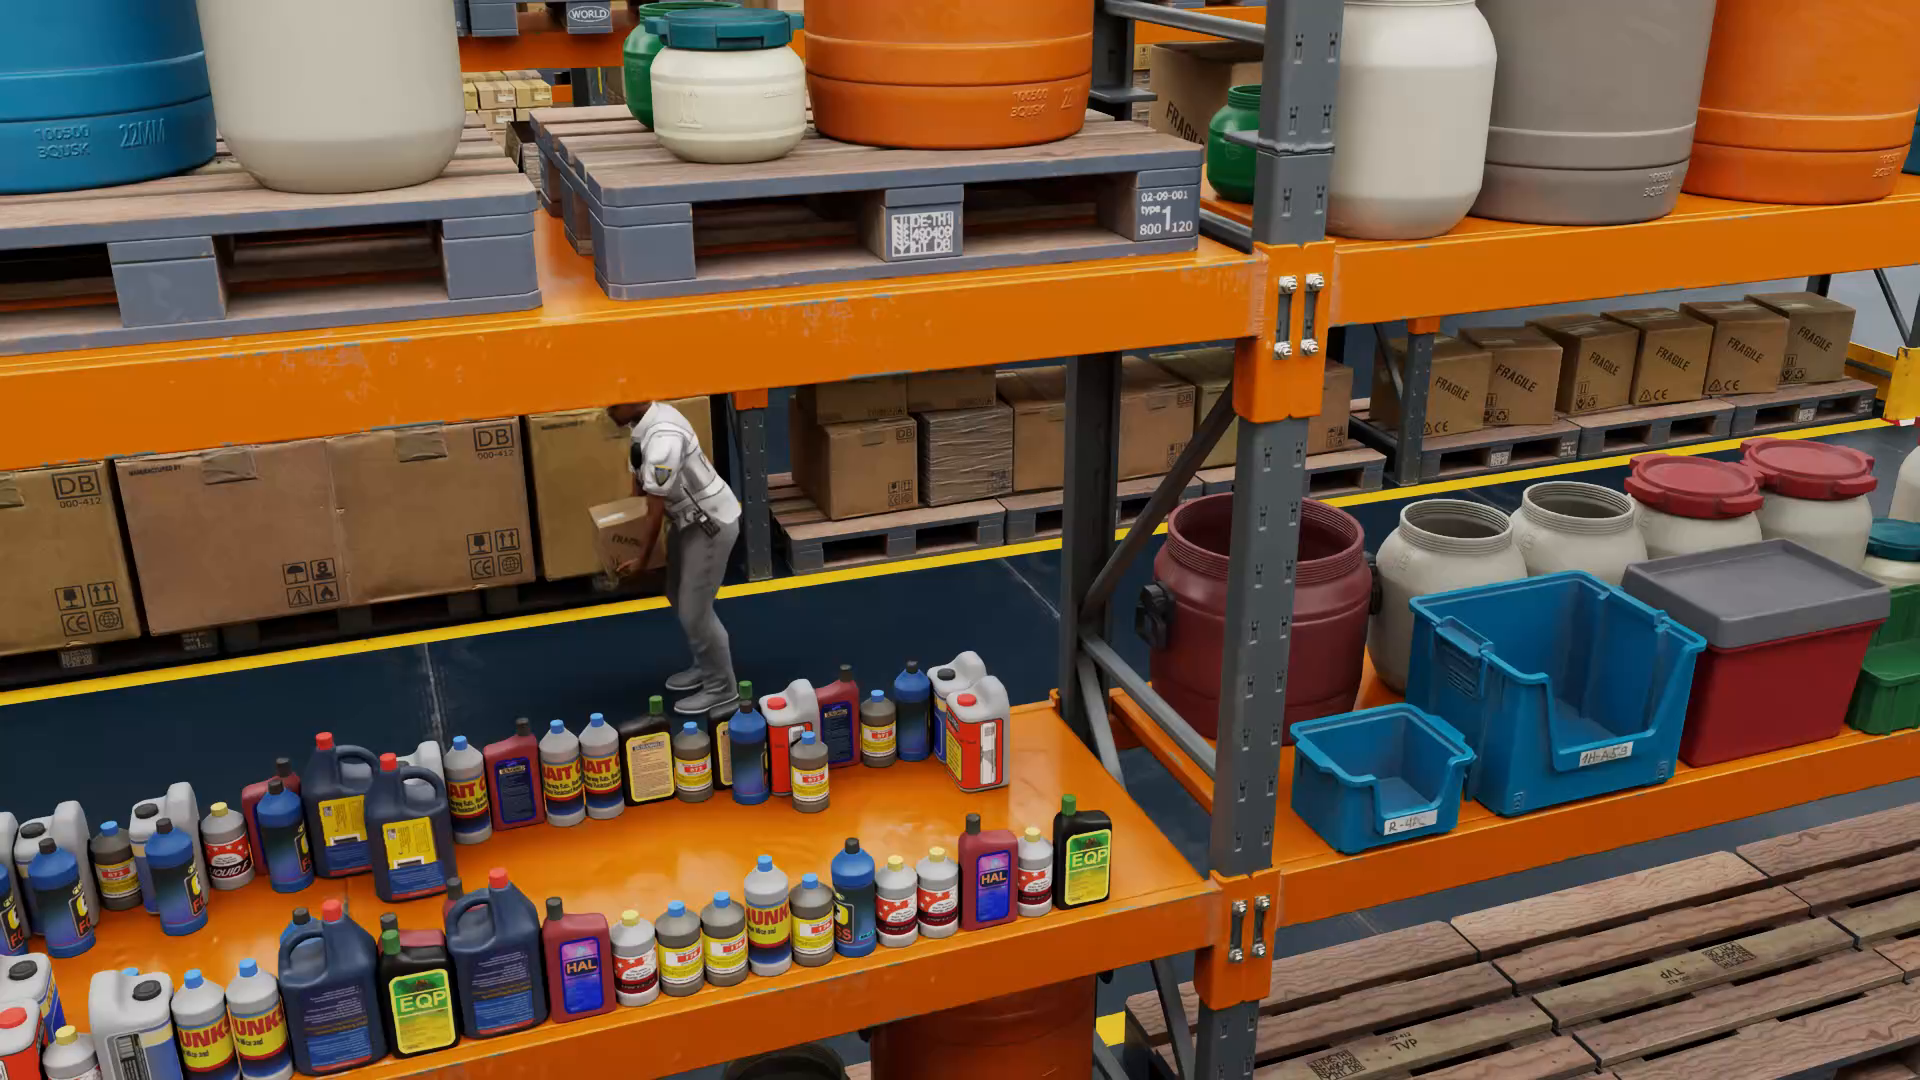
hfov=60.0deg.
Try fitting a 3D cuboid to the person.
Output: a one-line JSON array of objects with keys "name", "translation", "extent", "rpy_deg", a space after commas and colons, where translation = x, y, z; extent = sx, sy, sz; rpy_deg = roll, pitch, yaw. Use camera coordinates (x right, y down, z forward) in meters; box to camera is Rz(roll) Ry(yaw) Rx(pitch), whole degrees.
[{"name": "person", "translation": [-1.239, -0.014, 7.228], "extent": [0.574, 1.595, 0.412], "rpy_deg": [-9, 24, -20]}]
